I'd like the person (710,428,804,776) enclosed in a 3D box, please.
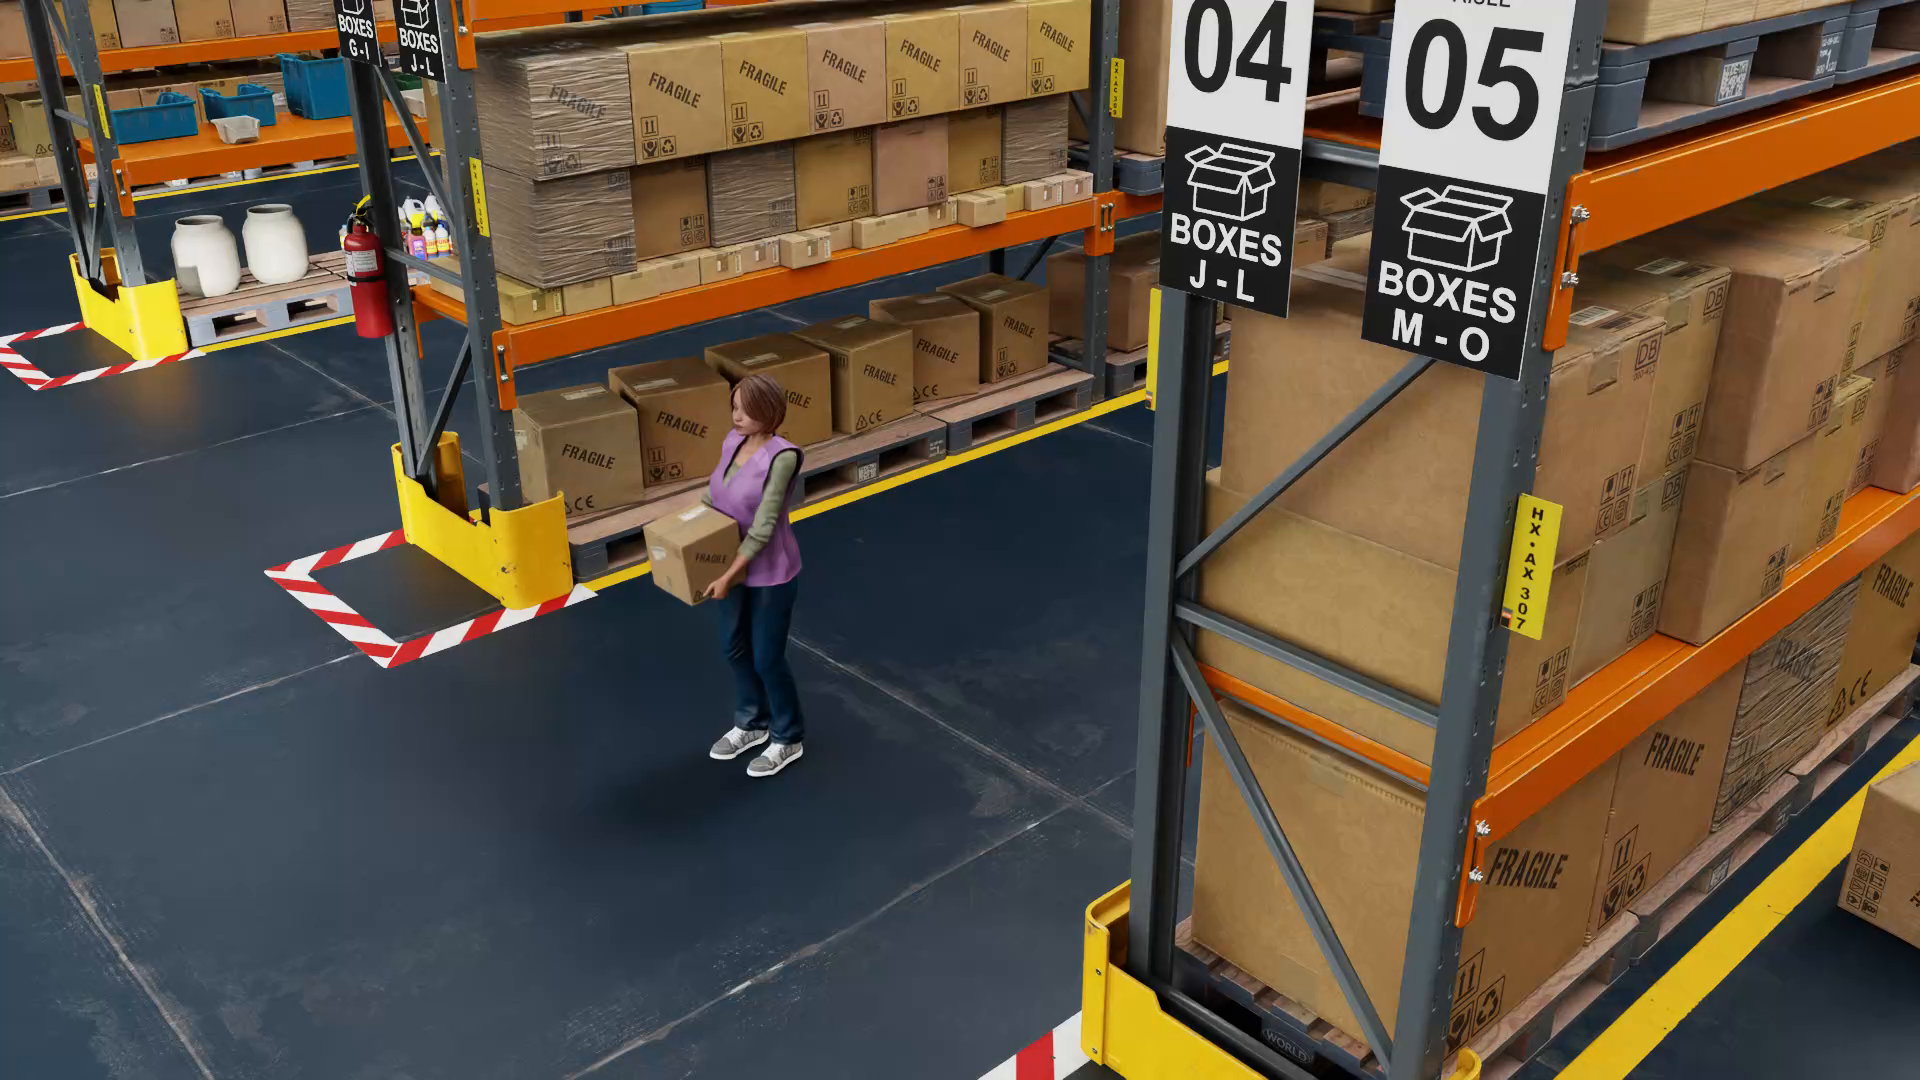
[{"bbox_3d":[-0.789,0.240,6.375,0.362,1.367,0.351,-21,32,-38],"label":"person"}]
